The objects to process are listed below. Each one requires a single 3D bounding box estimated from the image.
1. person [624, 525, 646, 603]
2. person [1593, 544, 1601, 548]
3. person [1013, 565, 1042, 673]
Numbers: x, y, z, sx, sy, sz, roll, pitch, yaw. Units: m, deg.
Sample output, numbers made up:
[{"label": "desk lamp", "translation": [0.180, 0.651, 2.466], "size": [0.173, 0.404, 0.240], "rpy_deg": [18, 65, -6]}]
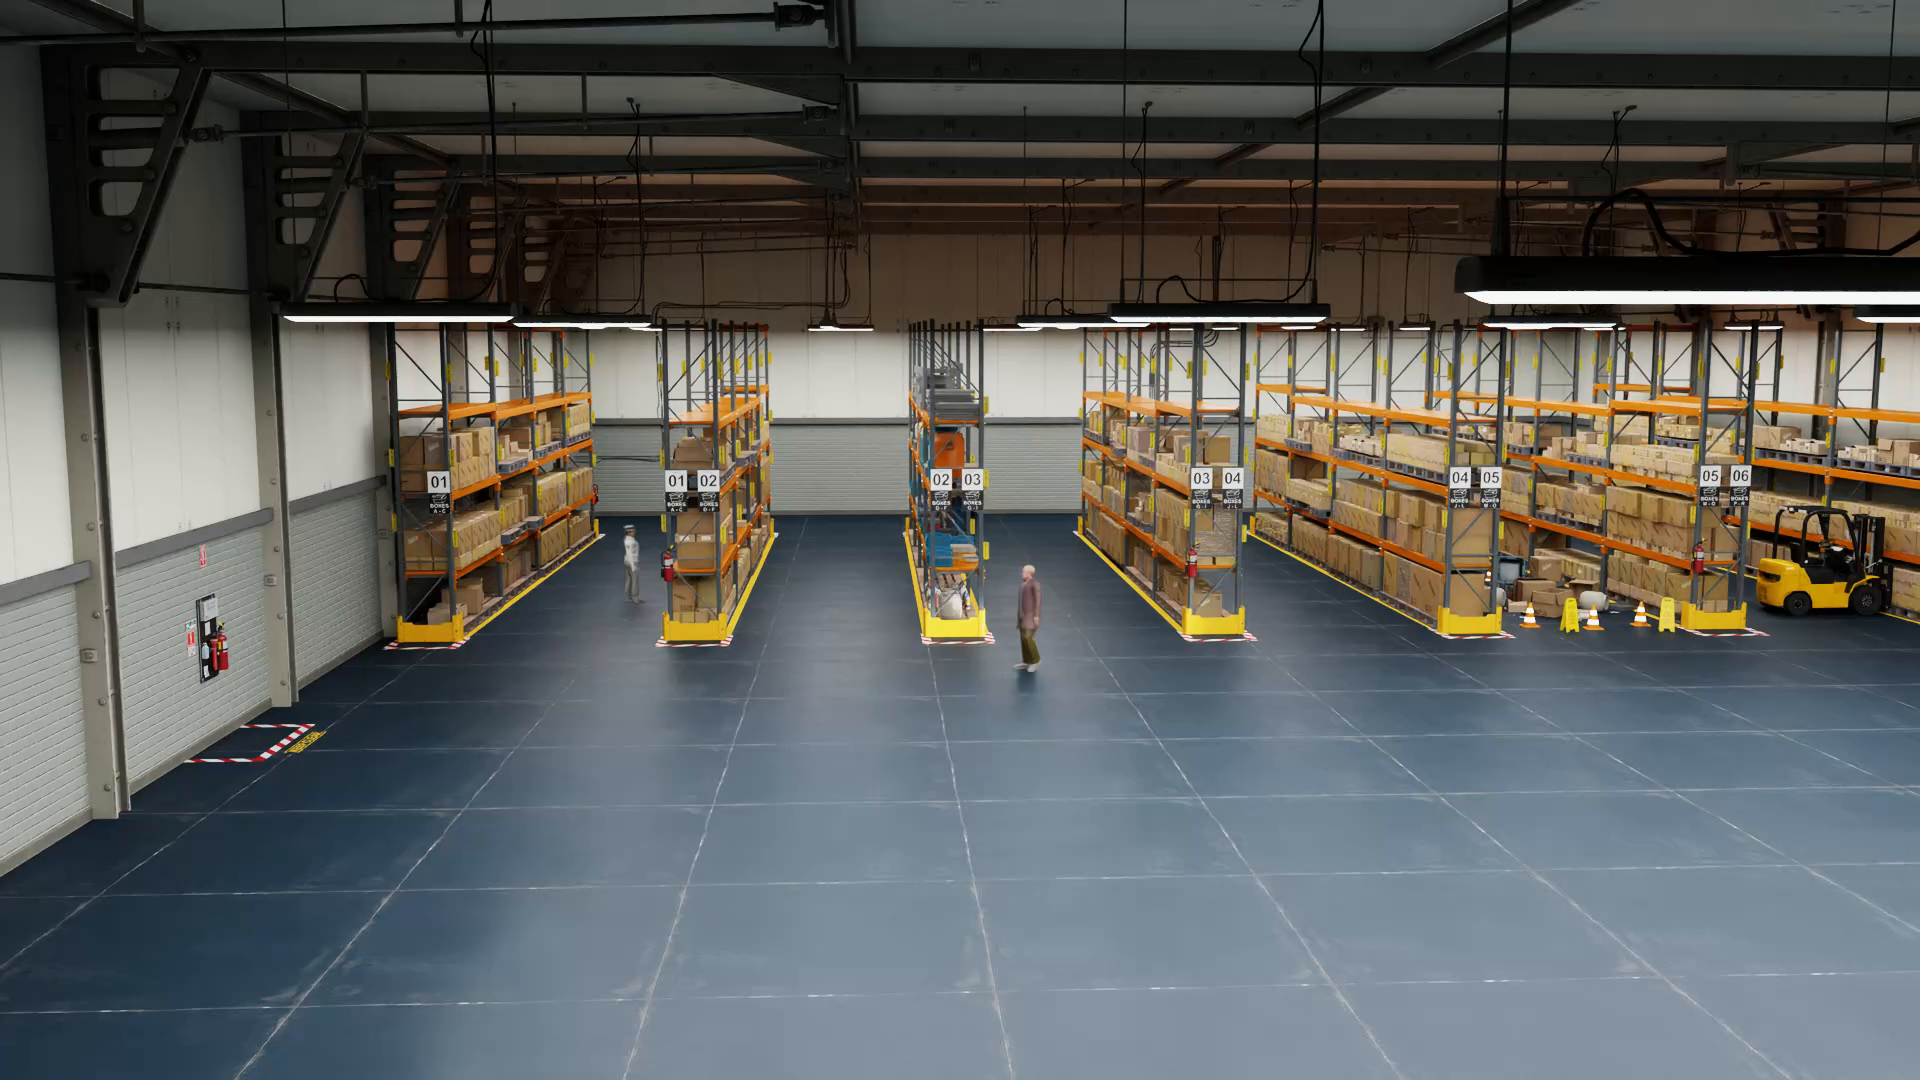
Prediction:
[{"label": "person", "translation": [-6.953, 0.511, 35.506], "size": [0.415, 1.663, 0.544], "rpy_deg": [-3, 8, -20]}, {"label": "person", "translation": [17.291, -0.621, 44.790], "size": [0.421, 1.662, 0.478], "rpy_deg": [1, 7, 10]}, {"label": "person", "translation": [1.130, 1.337, 28.436], "size": [0.420, 1.805, 0.635], "rpy_deg": [-4, 8, -29]}]
